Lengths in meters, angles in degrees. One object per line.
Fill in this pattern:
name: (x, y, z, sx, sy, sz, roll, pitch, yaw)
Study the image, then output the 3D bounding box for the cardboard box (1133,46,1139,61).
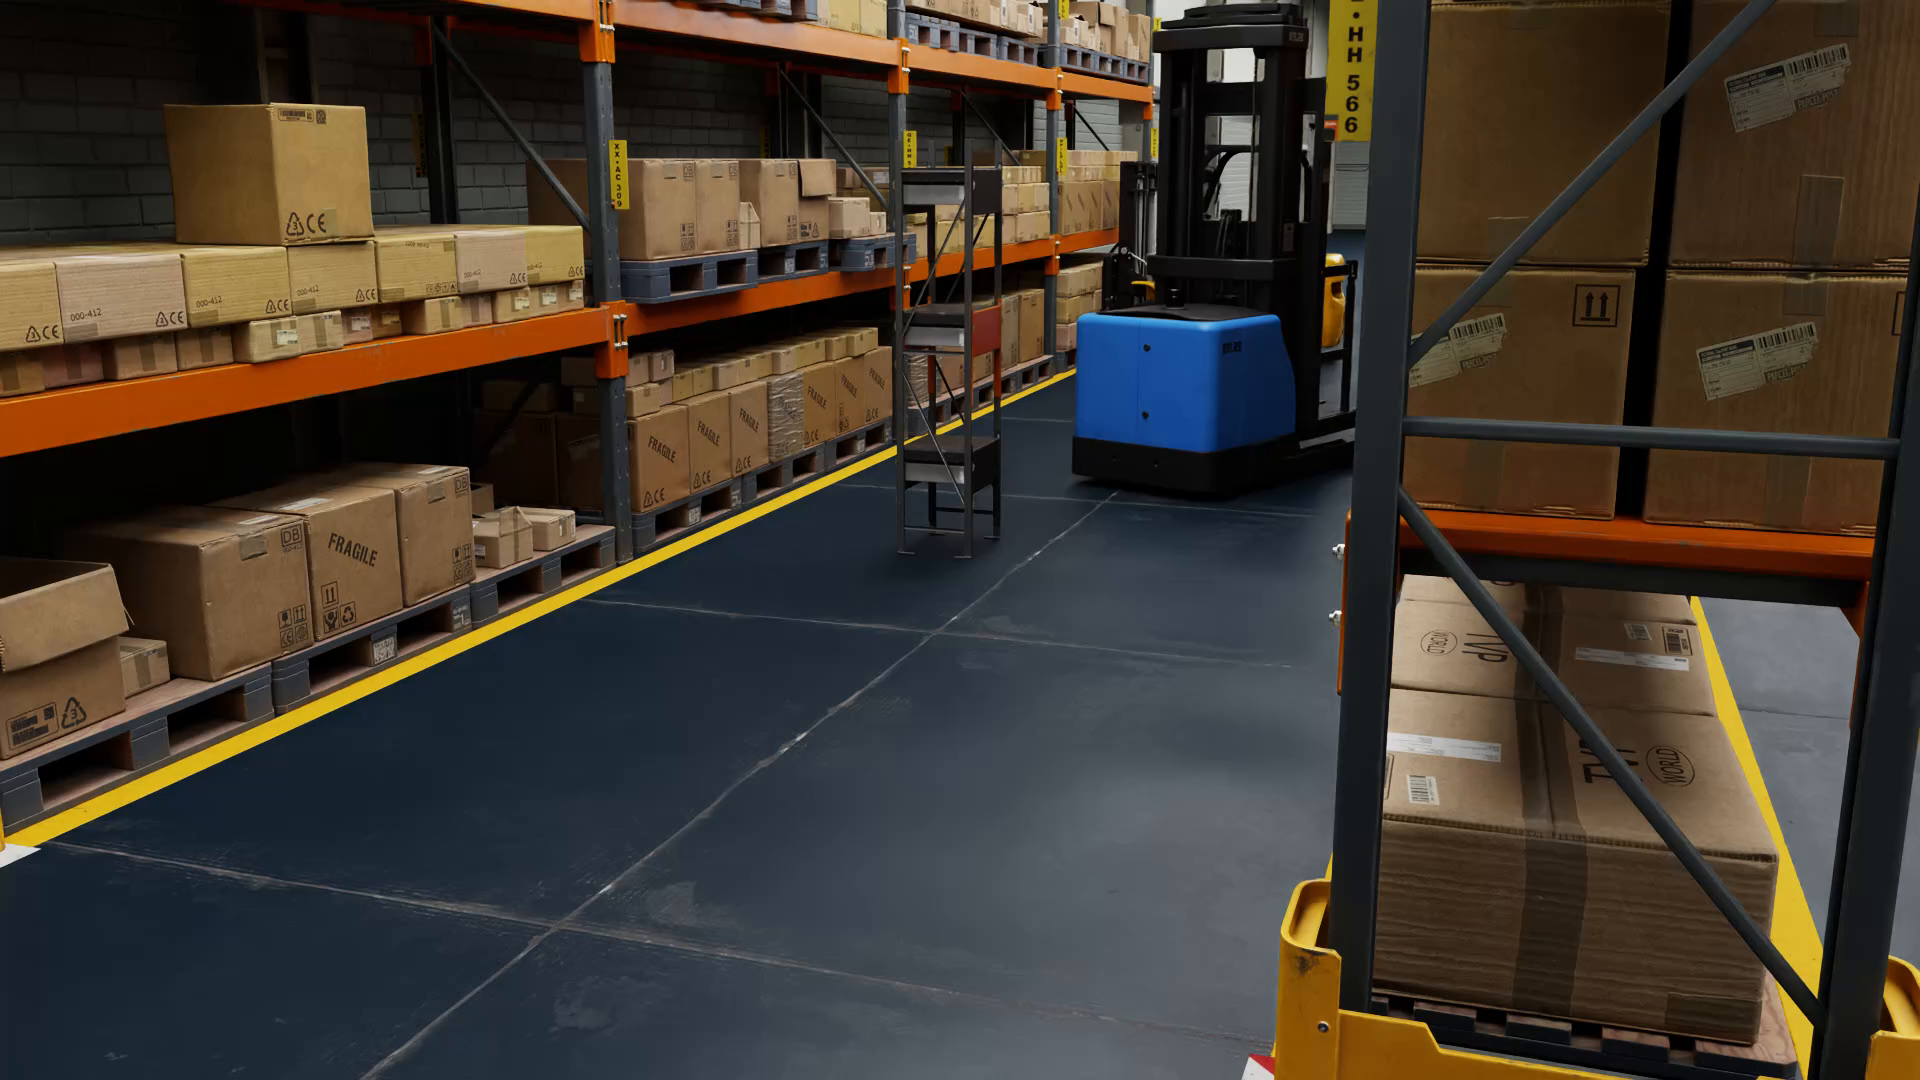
cardboard box: (1.736, -5.303, 18.136, 0.380, 0.149, 0.250, 4, 13, 17)

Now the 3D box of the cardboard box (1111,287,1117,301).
cardboard box: (1.371, -2.569, 17.613, 0.500, 0.250, 0.500, 4, 14, 18)

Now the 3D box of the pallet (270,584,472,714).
pallet: (-2.782, 0.383, 6.838, 1.003, 0.211, 1.213, 4, 14, 18)

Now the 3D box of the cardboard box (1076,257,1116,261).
cardboard box: (1.550, -2.923, 18.043, 0.500, 0.250, 0.500, 5, 14, 19)

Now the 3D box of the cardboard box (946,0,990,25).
cardboard box: (-0.077, -4.335, 13.107, 0.500, 0.500, 0.500, 5, 14, 20)

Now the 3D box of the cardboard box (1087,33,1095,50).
cardboard box: (1.104, -4.891, 16.333, 0.380, 0.149, 0.250, 5, 14, 20)

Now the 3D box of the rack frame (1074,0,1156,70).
rack frame: (1.717, -6.831, 18.692, 1.000, 3.000, 0.127, 4, 14, 18)

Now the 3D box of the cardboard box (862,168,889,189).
cardboard box: (-0.489, -2.632, 12.098, 0.380, 0.149, 0.250, 5, 14, 20)

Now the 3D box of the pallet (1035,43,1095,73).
pallet: (0.674, -4.664, 16.141, 1.003, 0.211, 1.213, 4, 14, 18)

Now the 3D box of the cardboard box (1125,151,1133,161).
cardboard box: (1.691, -4.214, 18.359, 0.380, 0.149, 0.250, 5, 14, 20)

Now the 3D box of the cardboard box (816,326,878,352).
cardboard box: (-0.791, -1.402, 11.604, 0.380, 0.149, 0.250, 4, 13, 16)

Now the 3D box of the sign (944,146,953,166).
sign: (-0.103, -3.564, 15.738, 0.100, 0.325, 0.005, 4, 14, 18)

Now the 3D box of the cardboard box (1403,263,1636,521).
cardboard box: (1.144, -0.350, 3.555, 0.500, 0.500, 0.500, 4, 14, 19)

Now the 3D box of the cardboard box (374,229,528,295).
cardboard box: (-2.248, -1.220, 7.260, 0.500, 0.250, 0.500, 4, 14, 19)

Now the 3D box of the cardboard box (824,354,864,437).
cardboard box: (-0.977, -0.998, 11.295, 0.500, 0.500, 0.500, 4, 13, 18)

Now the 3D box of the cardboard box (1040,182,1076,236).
cardboard box: (0.814, -3.187, 15.986, 0.500, 0.500, 0.500, 4, 13, 17)

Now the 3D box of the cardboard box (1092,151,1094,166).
cardboard box: (1.149, -3.896, 16.967, 0.380, 0.149, 0.250, 4, 14, 18)

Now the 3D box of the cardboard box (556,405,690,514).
cardboard box: (-1.796, -0.451, 8.897, 0.500, 0.500, 0.500, 5, 14, 21)

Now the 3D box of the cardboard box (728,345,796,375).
cardboard box: (-1.247, -1.124, 10.389, 0.380, 0.149, 0.250, 4, 13, 16)

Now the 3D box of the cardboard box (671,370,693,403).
cardboard box: (-1.709, -0.857, 9.216, 0.380, 0.149, 0.250, 4, 13, 15)

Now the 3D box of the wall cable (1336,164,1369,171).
wall cable: (12.550, -12.077, 48.655, 3.097, 2.526, 0.112, 4, 14, 18)

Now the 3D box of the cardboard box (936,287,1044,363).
cardboard box: (0.265, -2.000, 15.402, 0.875, 0.625, 0.625, 5, 14, 21)

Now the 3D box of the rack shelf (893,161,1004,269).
rack shelf: (-0.054, -1.658, 8.449, 0.431, 0.518, 0.480, 4, 14, 18)

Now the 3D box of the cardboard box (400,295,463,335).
cardboard box: (-2.321, -0.950, 6.972, 0.380, 0.149, 0.250, 4, 13, 18)

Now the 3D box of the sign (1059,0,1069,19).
sign: (0.940, -4.895, 15.081, 0.100, 0.325, 0.005, 4, 14, 18)

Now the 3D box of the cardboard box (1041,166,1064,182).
cardboard box: (0.775, -3.477, 15.797, 0.380, 0.149, 0.250, 4, 13, 18)

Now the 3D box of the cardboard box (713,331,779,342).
cardboard box: (-1.451, -1.324, 11.265, 0.380, 0.149, 0.250, 5, 14, 19)

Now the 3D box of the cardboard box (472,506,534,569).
cardboard box: (-2.183, -0.037, 7.611, 0.396, 0.266, 0.258, 5, 14, 20)

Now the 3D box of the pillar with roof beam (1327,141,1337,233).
pillar with roof beam: (14.419, -12.756, 44.651, 9.100, 9.000, 0.548, 4, 14, 18)

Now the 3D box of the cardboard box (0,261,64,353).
cardboard box: (-3.058, -0.685, 4.917, 0.500, 0.250, 0.500, 4, 14, 19)

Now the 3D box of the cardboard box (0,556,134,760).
cardboard box: (-3.172, 0.353, 5.365, 0.797, 0.503, 0.637, 4, 13, 16)

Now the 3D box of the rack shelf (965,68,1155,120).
rack shelf: (1.070, -4.596, 17.261, 1.077, 0.370, 4.000, 4, 14, 18)

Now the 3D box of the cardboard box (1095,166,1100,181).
cardboard box: (1.216, -3.744, 16.969, 0.380, 0.149, 0.250, 4, 13, 17)

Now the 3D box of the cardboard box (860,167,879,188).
cardboard box: (-0.837, -2.783, 12.757, 0.380, 0.149, 0.250, 4, 14, 18)

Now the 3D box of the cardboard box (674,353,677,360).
cardboard box: (-1.941, -1.055, 10.087, 0.380, 0.149, 0.250, 5, 14, 19)

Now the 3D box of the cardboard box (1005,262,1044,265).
cardboard box: (0.725, -2.746, 17.267, 0.500, 0.250, 0.500, 4, 14, 19)

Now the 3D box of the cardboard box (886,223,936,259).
cardboard box: (-0.496, -2.224, 12.329, 0.500, 0.250, 0.500, 4, 14, 19)

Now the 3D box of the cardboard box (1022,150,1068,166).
cardboard box: (0.807, -3.619, 15.754, 0.380, 0.149, 0.250, 5, 14, 20)

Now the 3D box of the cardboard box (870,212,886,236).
cardboard box: (-0.721, -2.138, 11.234, 0.380, 0.149, 0.250, 5, 14, 19)

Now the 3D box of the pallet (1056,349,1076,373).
pallet: (0.720, -1.869, 16.700, 1.003, 0.211, 1.213, 4, 14, 18)

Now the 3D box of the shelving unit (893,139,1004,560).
shelving unit: (-0.054, -0.989, 8.602, 0.431, 2.100, 0.503, 4, 14, 18)

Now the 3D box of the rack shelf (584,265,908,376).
rack shelf: (-1.518, -1.450, 10.215, 1.077, 0.370, 4.000, 4, 14, 18)

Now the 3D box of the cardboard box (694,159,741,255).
cardboard box: (-1.630, -1.828, 9.085, 0.700, 0.500, 0.500, 5, 14, 19)

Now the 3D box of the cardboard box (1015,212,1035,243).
cardboard box: (0.350, -2.759, 14.673, 0.500, 0.250, 0.500, 4, 14, 18)

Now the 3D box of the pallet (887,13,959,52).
pallet: (-0.736, -3.741, 12.321, 1.213, 0.211, 1.003, 5, 14, 21)

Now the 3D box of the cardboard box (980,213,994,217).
cardboard box: (-0.006, -2.792, 13.691, 0.500, 0.250, 0.500, 5, 14, 19)

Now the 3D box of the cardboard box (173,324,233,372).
cardboard box: (-2.783, -0.684, 5.808, 0.380, 0.149, 0.250, 5, 14, 19)

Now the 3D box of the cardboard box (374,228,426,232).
cardboard box: (-2.737, -1.260, 7.437, 0.500, 0.250, 0.500, 4, 14, 18)

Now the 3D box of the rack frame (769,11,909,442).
rack frame: (-0.871, -2.221, 11.980, 1.000, 3.000, 0.127, 4, 14, 18)

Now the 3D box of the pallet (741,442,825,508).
pallet: (-1.545, -0.451, 10.492, 1.003, 0.211, 1.213, 4, 14, 18)

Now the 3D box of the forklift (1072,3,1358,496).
forklift: (2.031, -1.966, 11.017, 1.130, 2.935, 3.031, 10, 16, 38)
